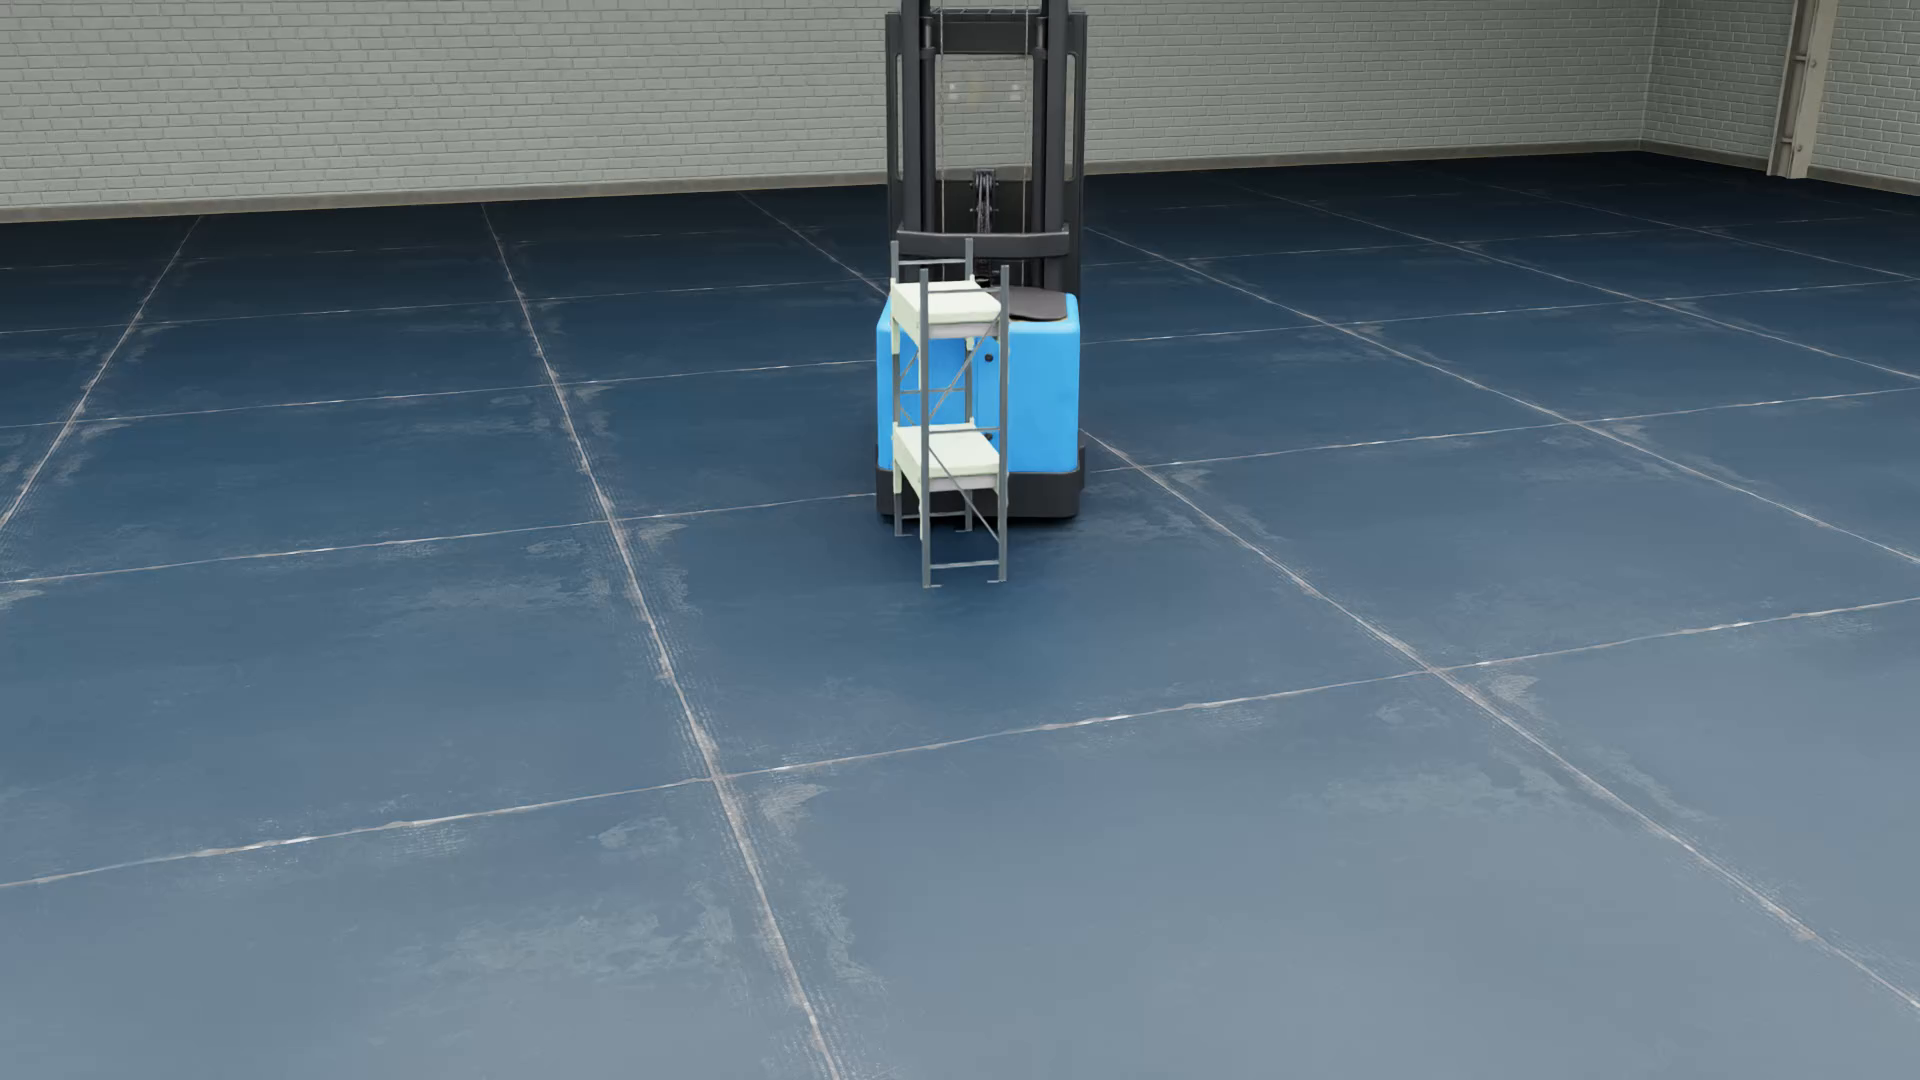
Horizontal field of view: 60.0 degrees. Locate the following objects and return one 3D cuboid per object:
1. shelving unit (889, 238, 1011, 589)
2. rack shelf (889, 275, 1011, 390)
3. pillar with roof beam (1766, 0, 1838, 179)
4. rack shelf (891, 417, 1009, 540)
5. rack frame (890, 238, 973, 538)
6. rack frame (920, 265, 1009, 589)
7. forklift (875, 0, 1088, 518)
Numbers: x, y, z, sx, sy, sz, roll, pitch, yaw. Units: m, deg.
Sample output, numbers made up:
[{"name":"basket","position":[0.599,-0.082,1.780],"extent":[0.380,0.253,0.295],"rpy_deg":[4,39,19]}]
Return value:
[{"name":"shelving unit","position":[-0.057,-0.614,7.908],"extent":[0.431,1.500,0.755],"rpy_deg":[-4,20,-12]},{"name":"rack shelf","position":[-0.057,-0.981,7.776],"extent":[0.431,0.370,0.720],"rpy_deg":[-4,20,-12]},{"name":"pillar with roof beam","position":[6.618,-8.486,18.730],"extent":[9.100,9.000,0.400],"rpy_deg":[-6,21,-17]},{"name":"rack shelf","position":[-0.057,-0.307,8.018],"extent":[0.431,0.370,0.720],"rpy_deg":[-4,20,-12]},{"name":"rack frame","position":[-0.135,-0.735,8.244],"extent":[0.400,1.500,0.023],"rpy_deg":[-4,20,-12]},{"name":"rack frame","position":[0.021,-0.493,7.571],"extent":[0.400,1.500,0.023],"rpy_deg":[-4,20,-12]},{"name":"forklift","position":[0.152,-1.943,9.489],"extent":[1.130,2.935,3.031],"rpy_deg":[1,20,2]}]
